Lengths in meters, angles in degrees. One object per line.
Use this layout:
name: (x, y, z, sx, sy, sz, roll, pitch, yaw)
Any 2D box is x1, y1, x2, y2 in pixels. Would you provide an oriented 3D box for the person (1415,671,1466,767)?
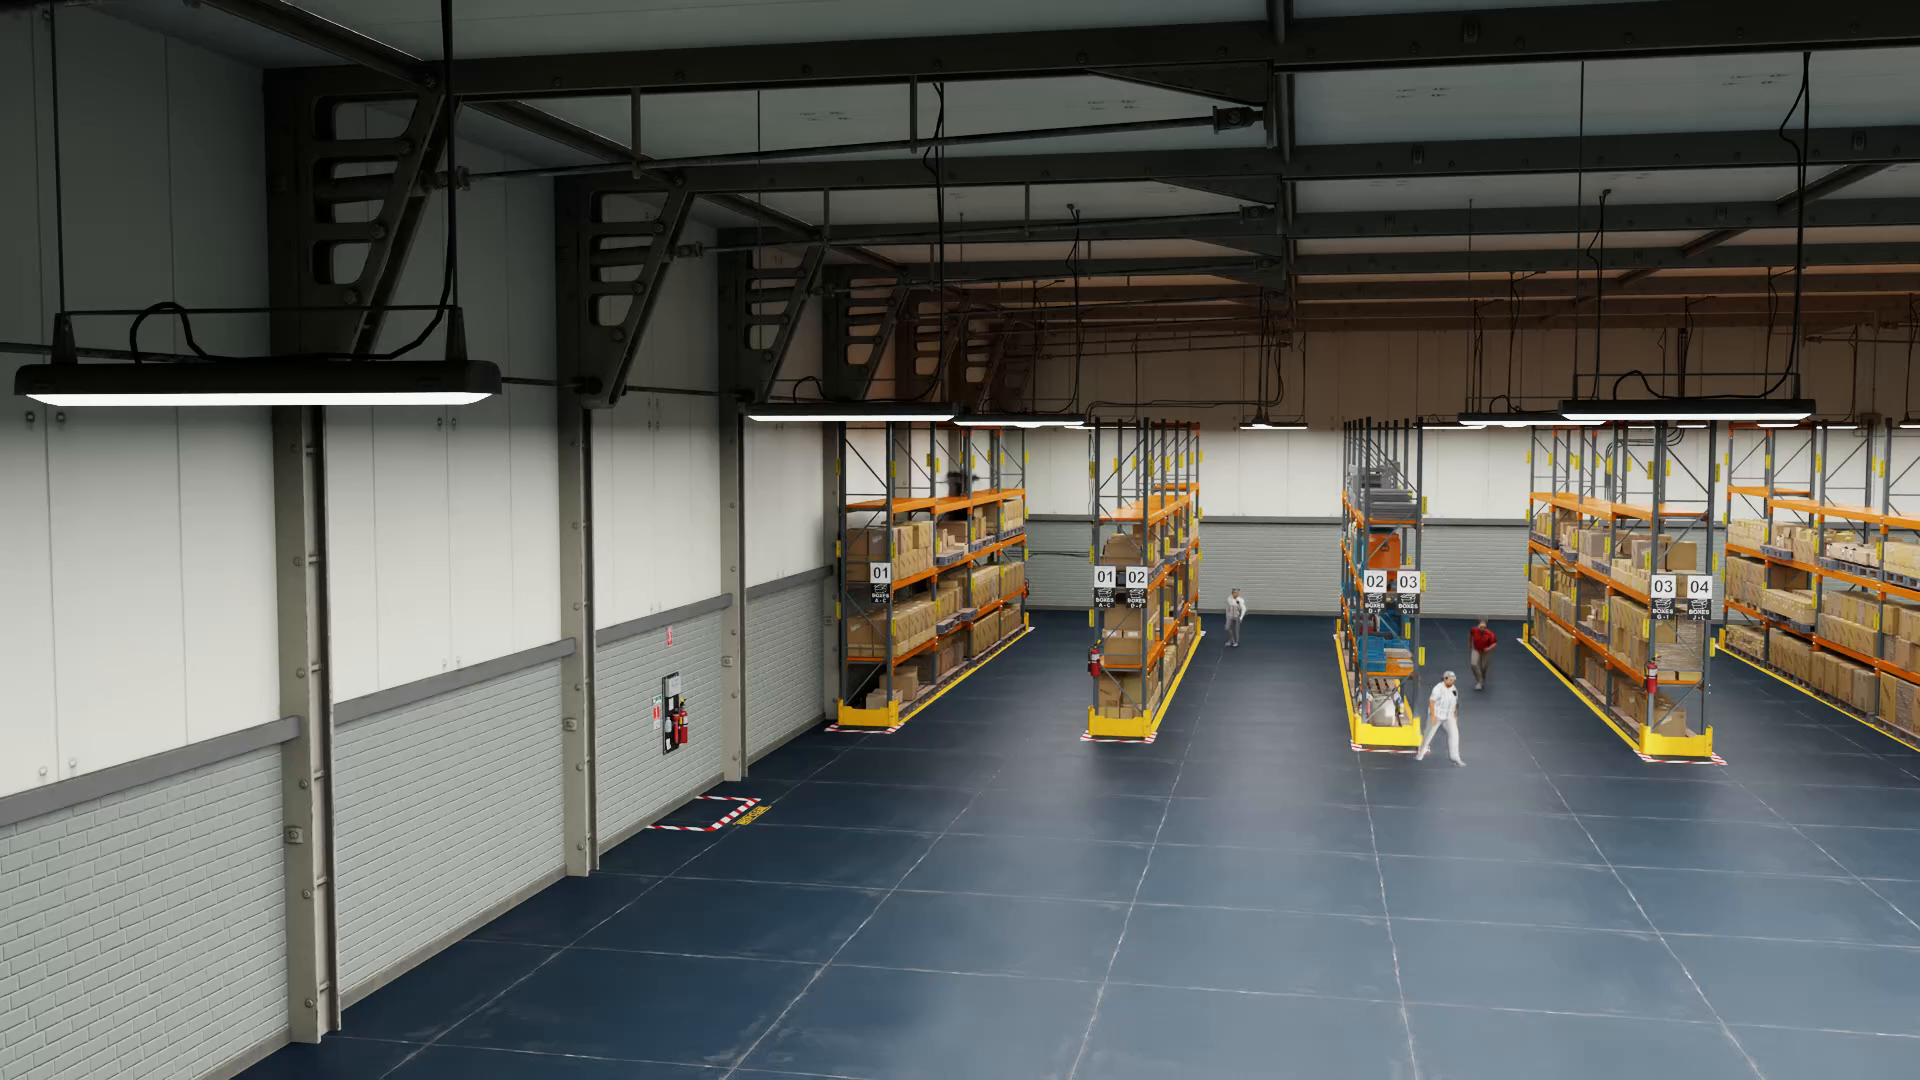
person: (8.312, 3.054, 28.714, 0.653, 1.618, 0.875, -1, 4, -19)

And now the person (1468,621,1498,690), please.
person: (11.674, 2.534, 37.130, 0.648, 1.548, 1.121, 1, 4, 21)

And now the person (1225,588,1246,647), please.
person: (7.301, 2.048, 44.092, 0.601, 1.607, 0.693, 1, 4, 21)
